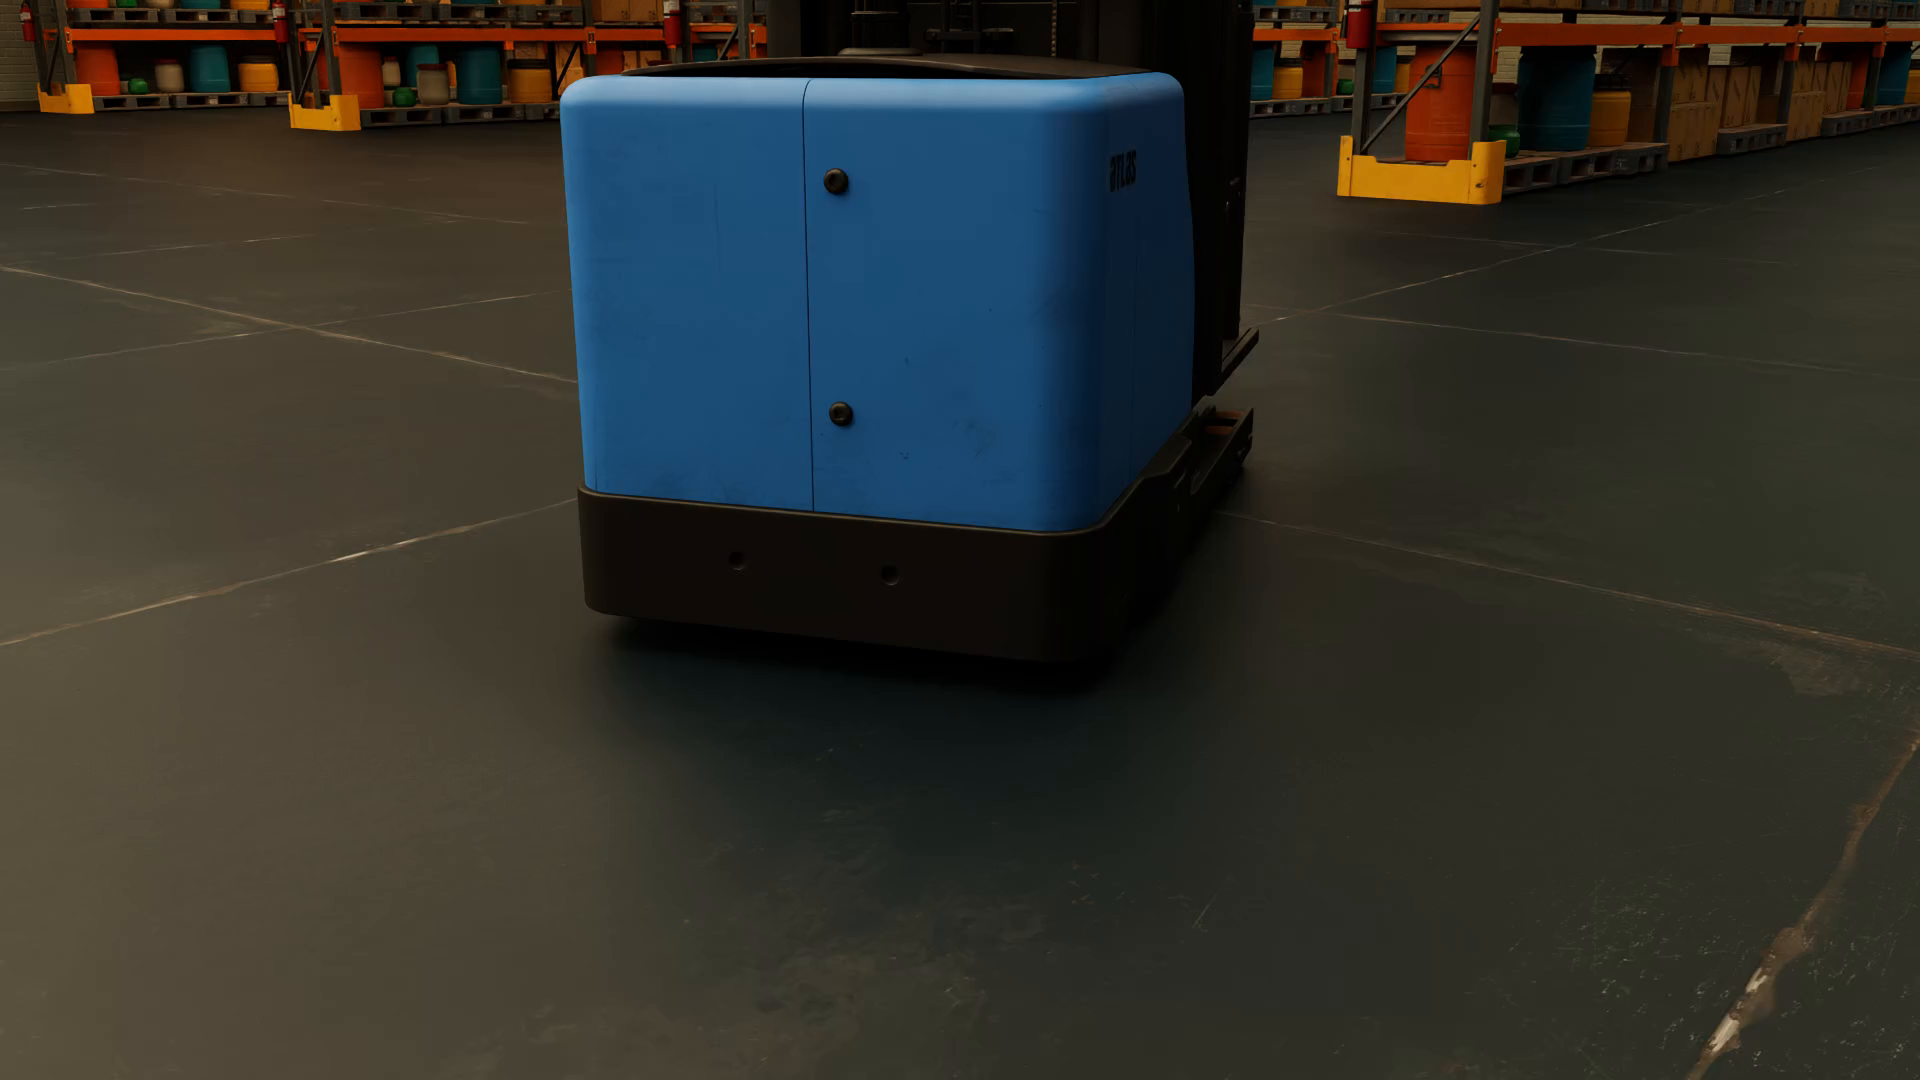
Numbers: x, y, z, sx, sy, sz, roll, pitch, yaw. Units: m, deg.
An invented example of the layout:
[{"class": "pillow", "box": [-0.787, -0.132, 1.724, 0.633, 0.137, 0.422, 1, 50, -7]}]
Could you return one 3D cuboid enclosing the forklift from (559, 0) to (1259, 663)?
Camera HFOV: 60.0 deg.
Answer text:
[{"class": "forklift", "box": [0.182, -1.571, 4.072, 1.130, 2.935, 3.031, 5, 18, 17]}]
